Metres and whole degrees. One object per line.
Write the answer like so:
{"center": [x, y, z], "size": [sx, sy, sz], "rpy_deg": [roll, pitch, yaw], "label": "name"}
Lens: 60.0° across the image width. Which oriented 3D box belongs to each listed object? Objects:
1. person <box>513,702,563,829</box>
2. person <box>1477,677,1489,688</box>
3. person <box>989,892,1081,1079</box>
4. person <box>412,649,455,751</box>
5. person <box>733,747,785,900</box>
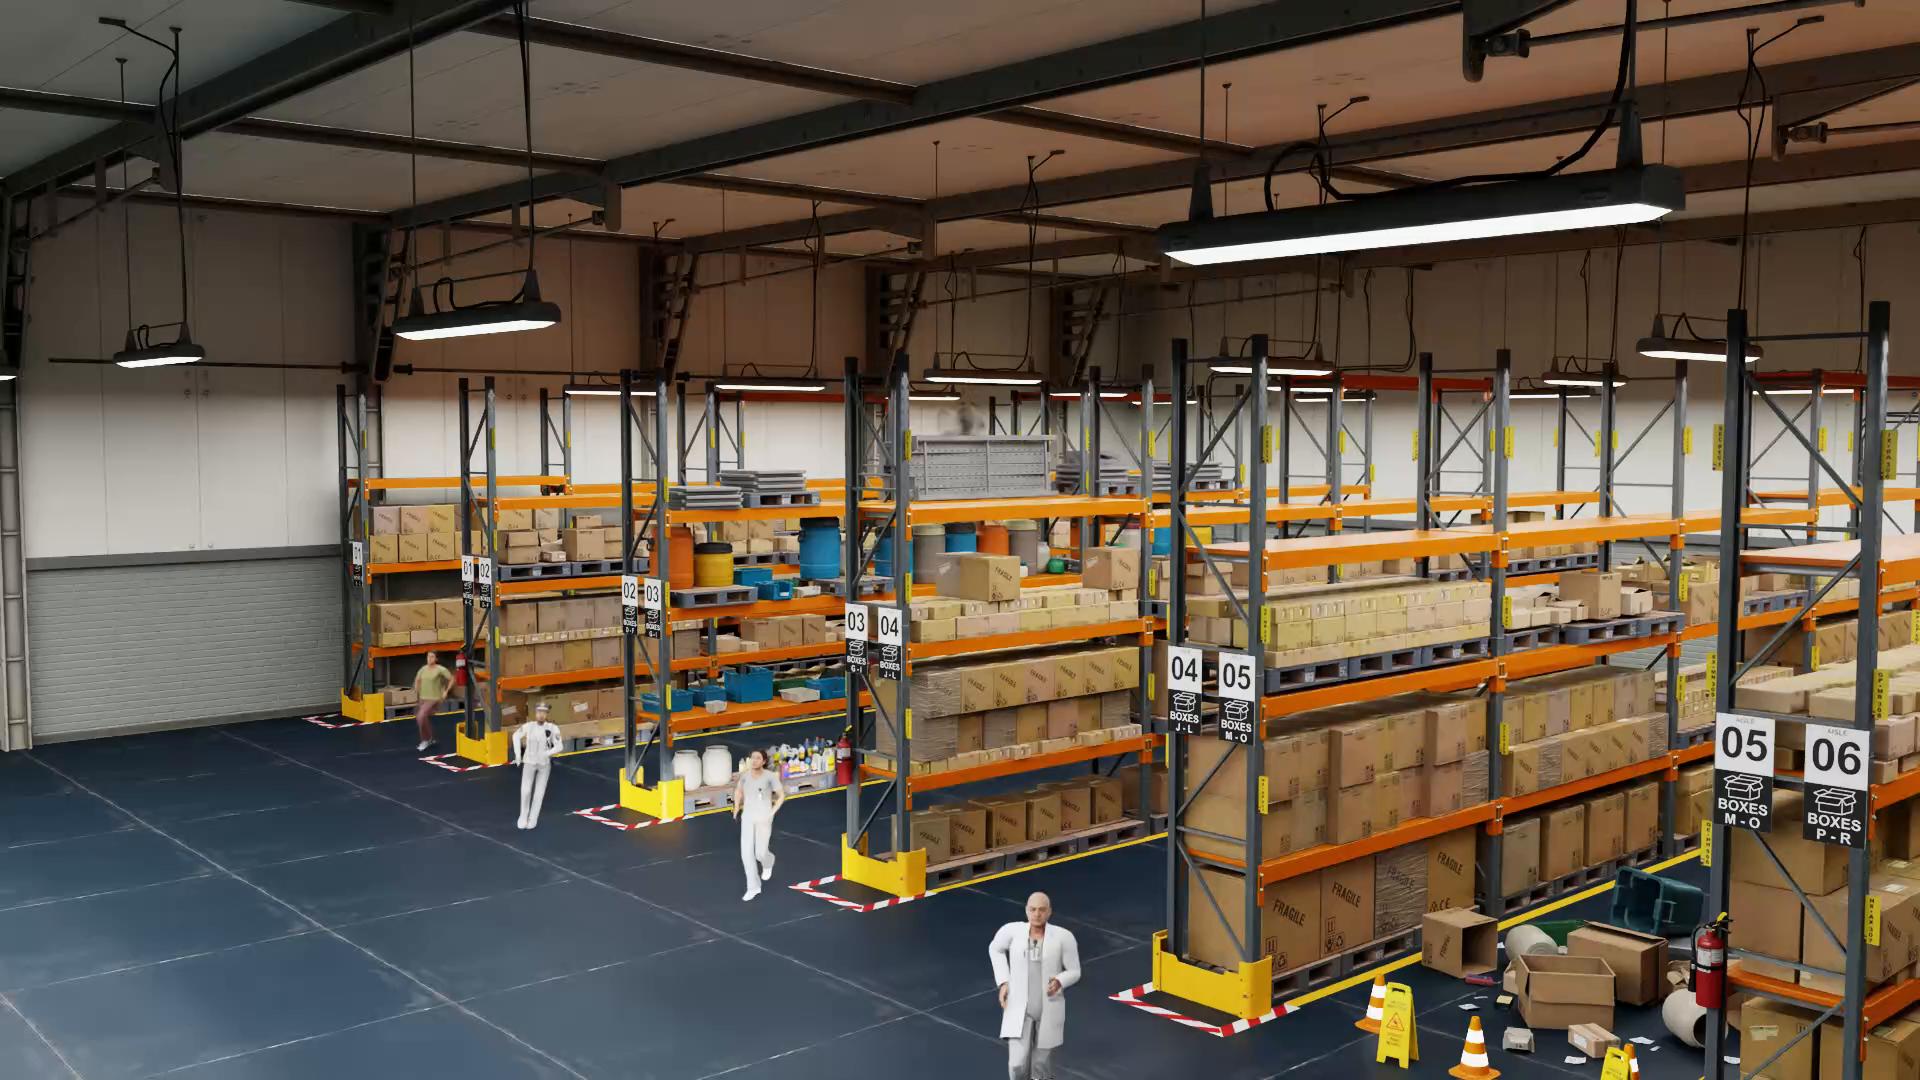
{"center": [-5.463, 2.916, 21.544], "size": [0.629, 1.660, 0.552], "rpy_deg": [-1, 4, -15], "label": "person"}
{"center": [7.615, 2.629, 23.905], "size": [0.672, 1.663, 0.777], "rpy_deg": [3, 5, 40], "label": "person"}
{"center": [0.547, 3.488, 12.208], "size": [0.679, 1.818, 0.803], "rpy_deg": [0, 4, 2], "label": "person"}
{"center": [-8.564, 2.583, 26.901], "size": [0.637, 1.641, 0.642], "rpy_deg": [2, 4, 23], "label": "person"}
{"center": [-2.248, 3.134, 18.611], "size": [0.602, 1.657, 0.724], "rpy_deg": [1, 4, 12], "label": "person"}
